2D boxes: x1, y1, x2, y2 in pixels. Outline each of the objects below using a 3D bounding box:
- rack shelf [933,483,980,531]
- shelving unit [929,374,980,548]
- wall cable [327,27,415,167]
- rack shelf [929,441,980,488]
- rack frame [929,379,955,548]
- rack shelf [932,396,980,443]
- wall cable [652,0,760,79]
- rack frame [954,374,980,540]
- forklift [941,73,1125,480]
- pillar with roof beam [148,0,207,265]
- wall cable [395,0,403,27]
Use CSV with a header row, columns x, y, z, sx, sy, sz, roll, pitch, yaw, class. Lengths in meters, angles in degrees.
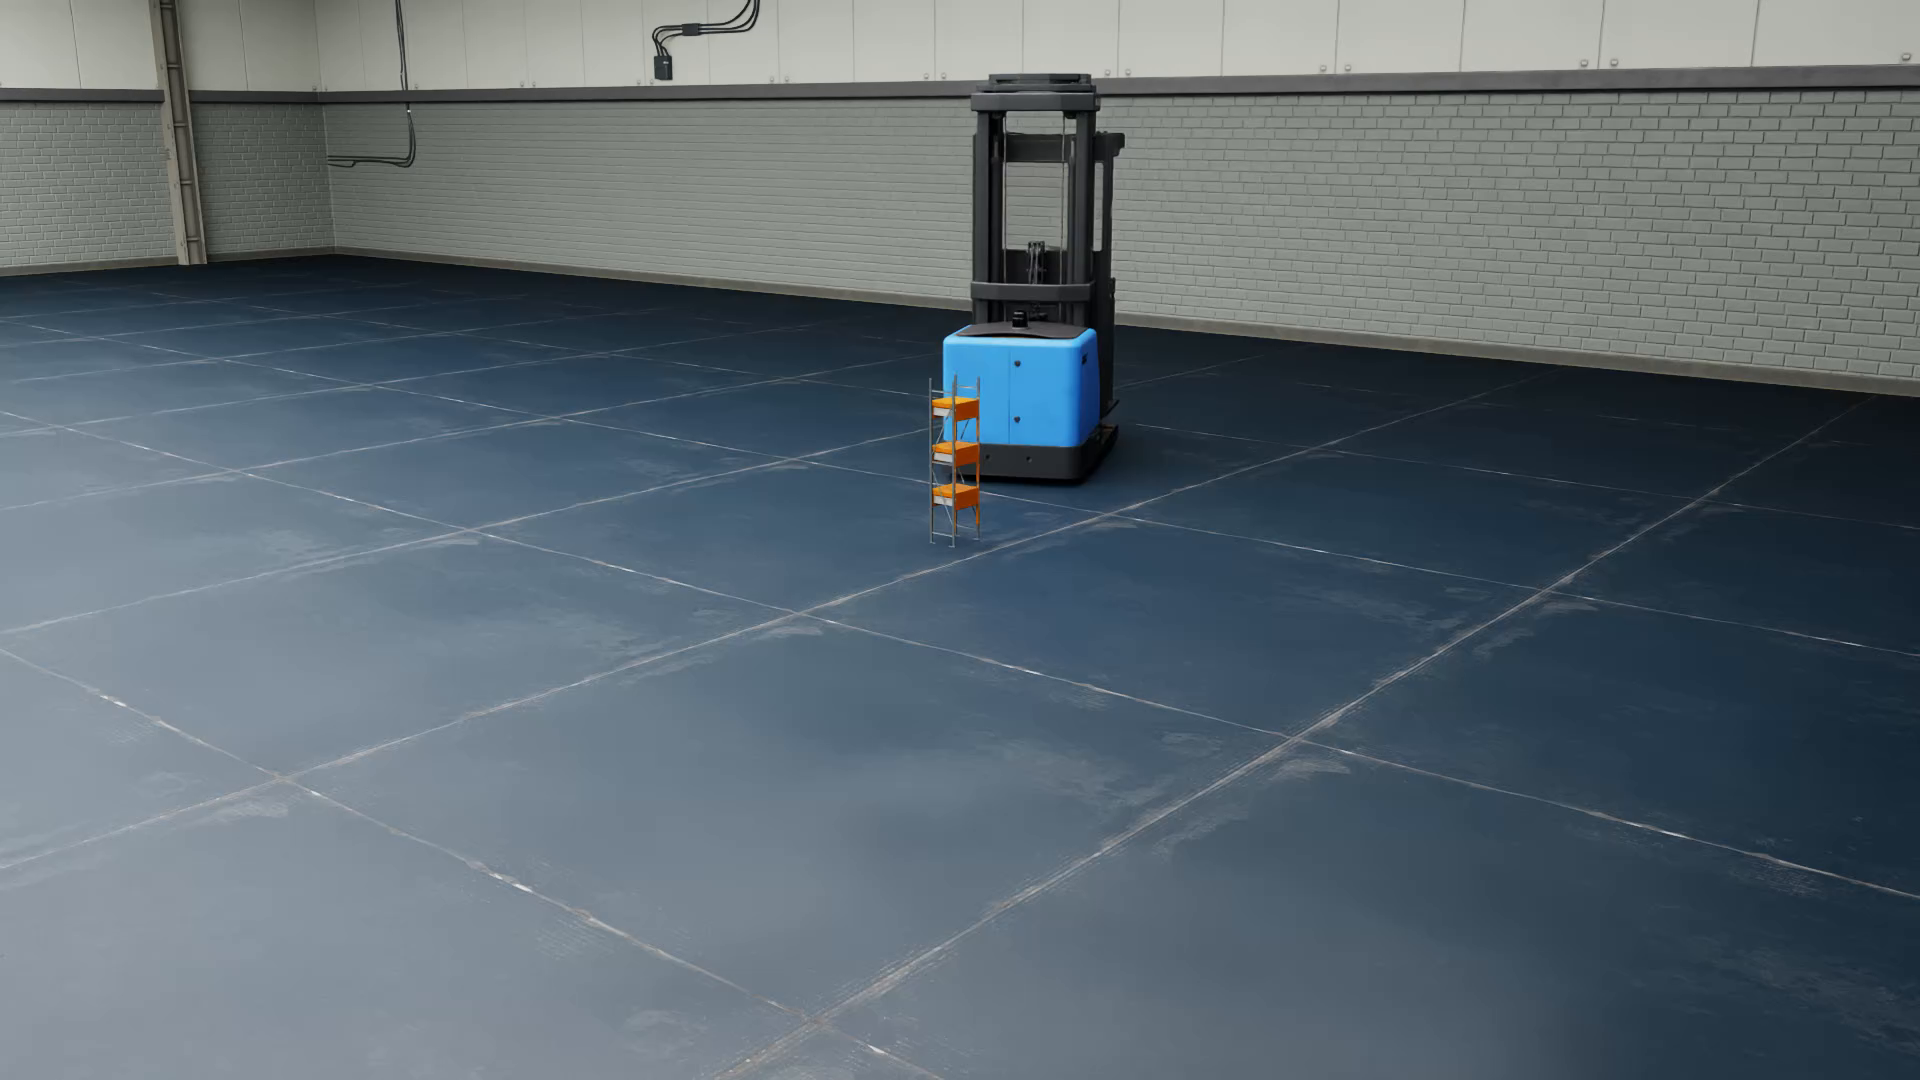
x,y,z,sx,sy,sz,roll,pitch,yaw,class
-0.034,-0.219,10.524,0.215,0.259,0.240,11,18,38,rack shelf
-0.034,-0.499,10.453,0.215,1.050,0.252,11,18,38,shelving unit
-11.260,-8.304,31.341,3.097,2.526,0.112,11,18,38,wall cable
-0.034,-0.488,10.456,0.215,0.259,0.240,11,18,38,rack shelf
-0.110,-0.475,10.361,0.200,1.050,0.008,11,18,38,rack frame
-0.034,-0.763,10.386,0.215,0.259,0.240,11,18,38,rack shelf
-3.886,-9.985,24.745,2.305,6.003,0.169,11,18,38,wall cable
0.043,-0.522,10.545,0.200,1.050,0.008,11,18,38,rack frame
0.692,-2.177,13.238,1.130,2.935,3.031,3,15,13,forklift
-10.791,-8.783,26.921,9.100,9.000,0.400,11,18,38,pillar with roof beam
-9.156,-10.333,29.071,3.097,2.526,0.112,11,18,38,wall cable
